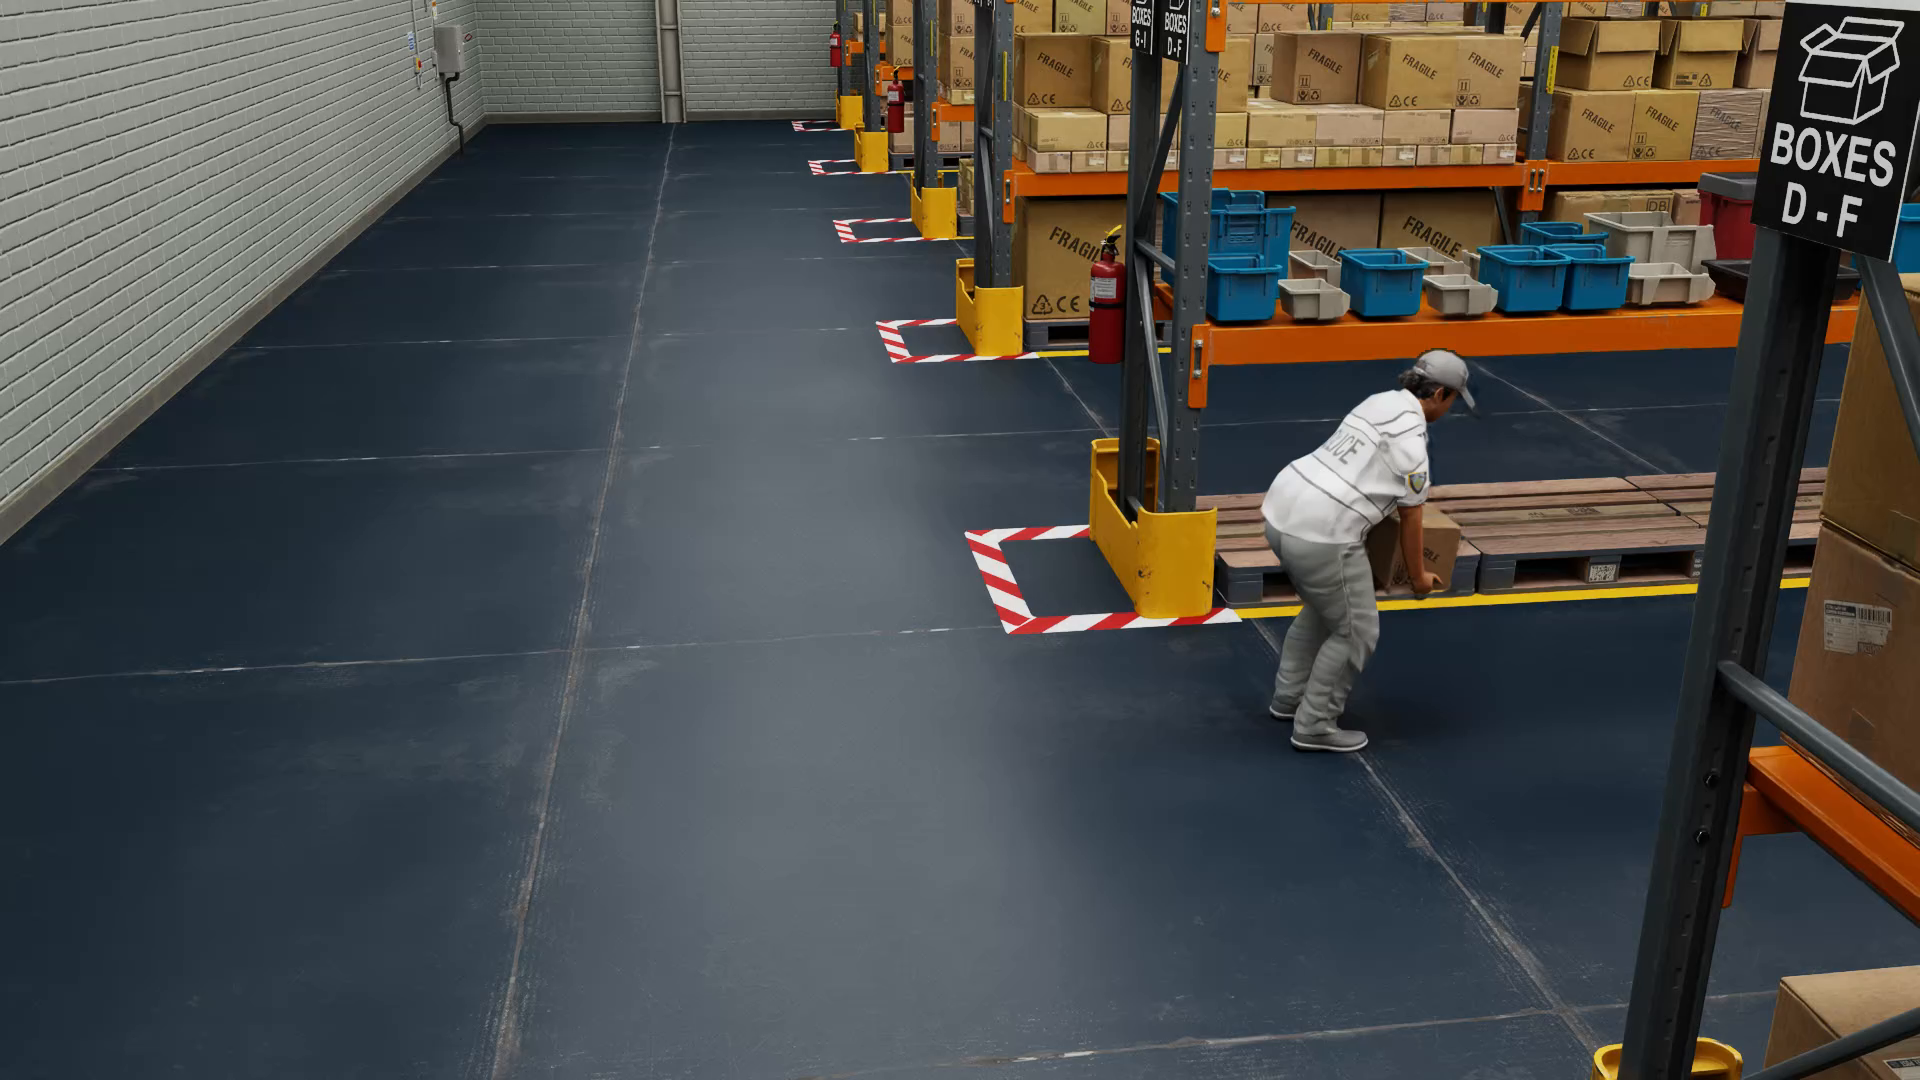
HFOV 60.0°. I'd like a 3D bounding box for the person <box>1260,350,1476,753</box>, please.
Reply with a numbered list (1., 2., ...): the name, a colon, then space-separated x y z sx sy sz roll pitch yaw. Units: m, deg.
1. person: 1.518 0.040 6.239 0.772 1.484 0.459 -3 20 -9
